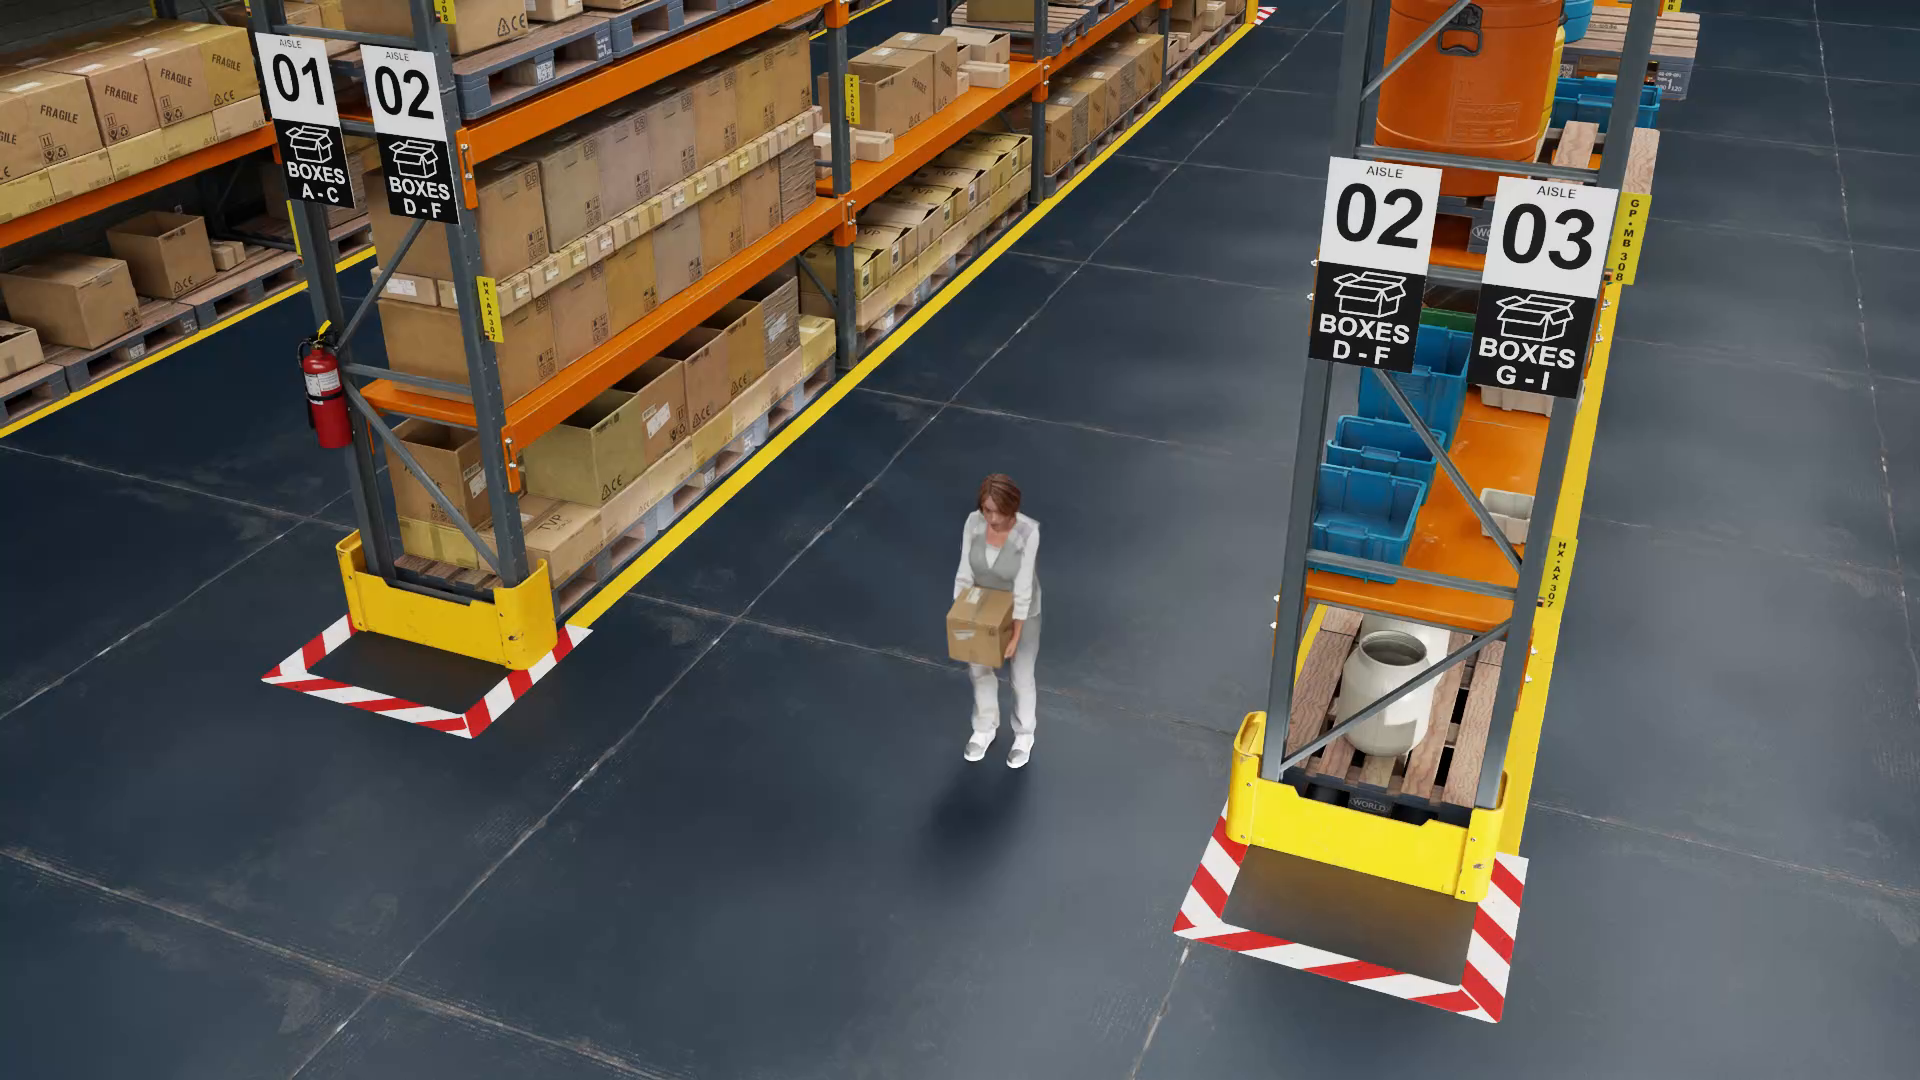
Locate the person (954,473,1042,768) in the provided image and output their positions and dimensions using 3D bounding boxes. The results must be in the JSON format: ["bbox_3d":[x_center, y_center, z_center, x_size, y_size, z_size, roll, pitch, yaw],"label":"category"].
[{"bbox_3d":[0.180,0.379,7.767,0.372,1.577,0.521,11,32,18],"label":"person"}]
